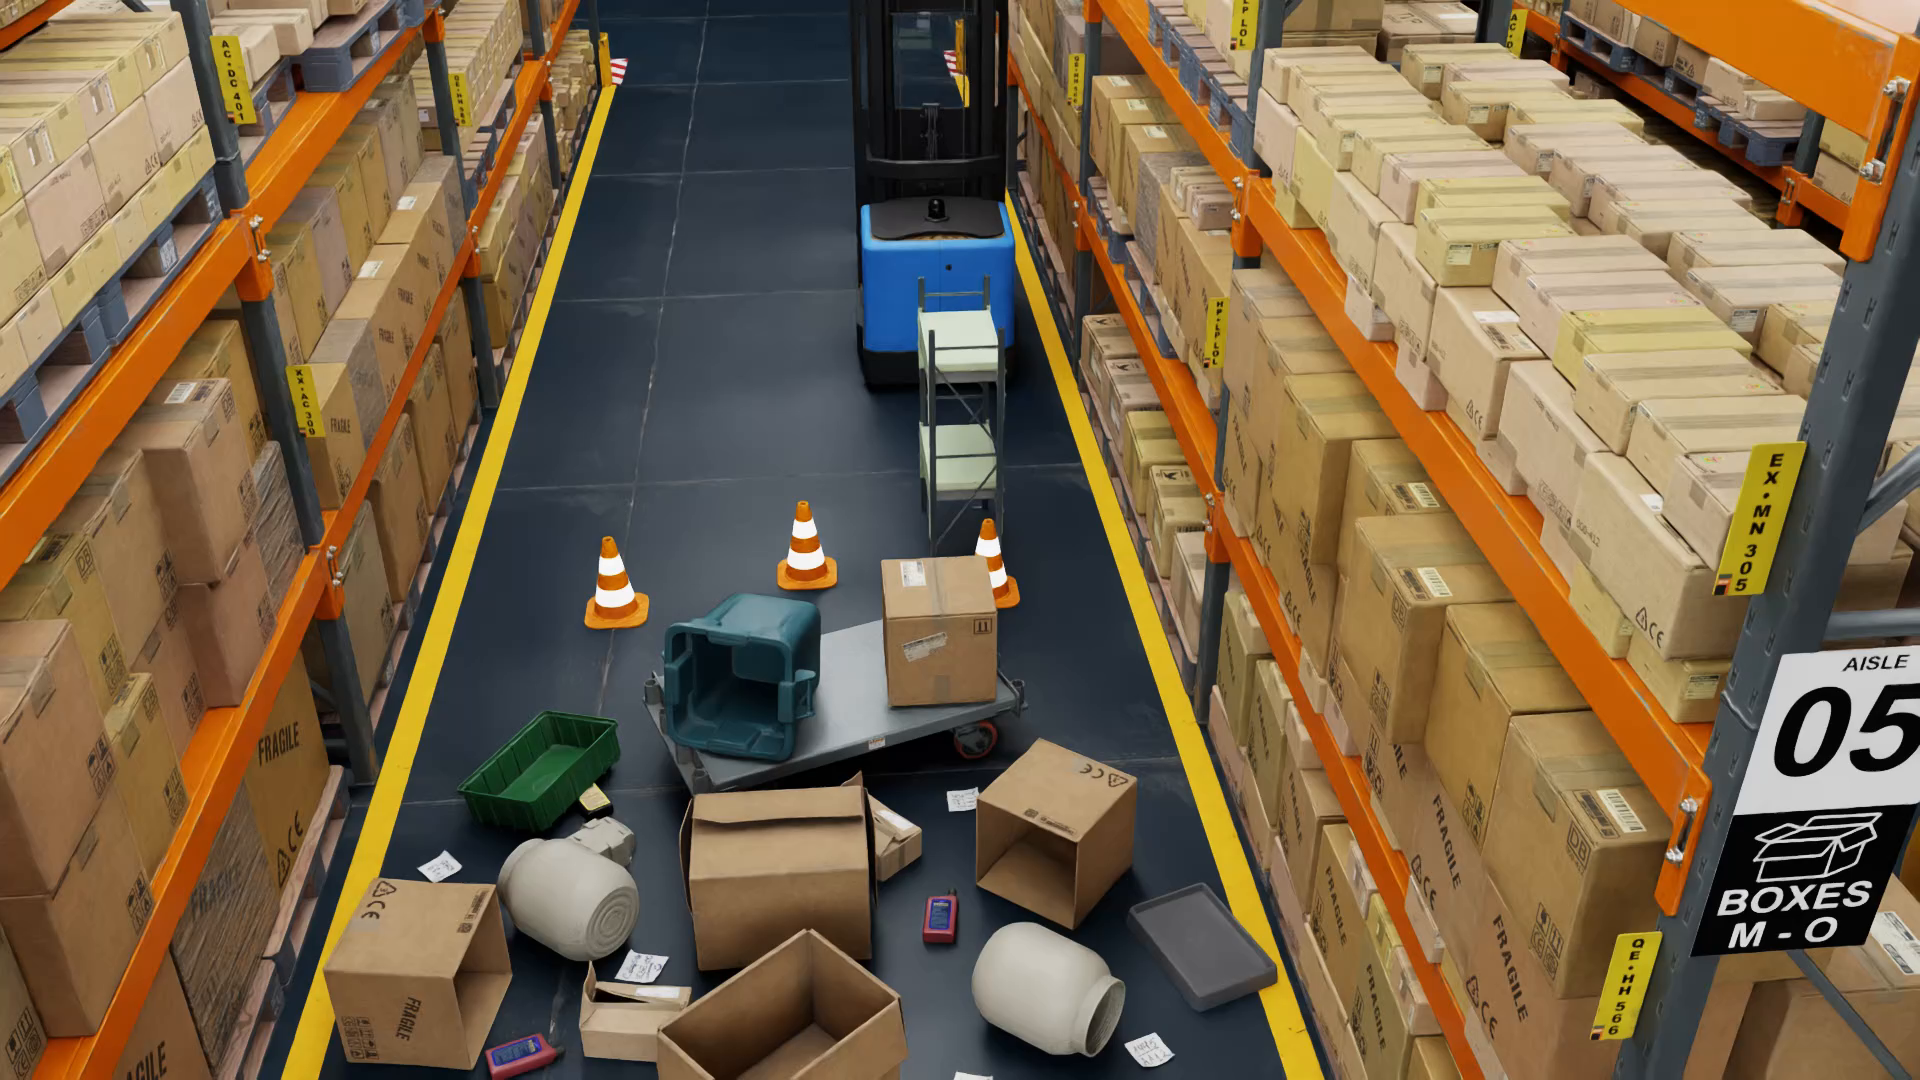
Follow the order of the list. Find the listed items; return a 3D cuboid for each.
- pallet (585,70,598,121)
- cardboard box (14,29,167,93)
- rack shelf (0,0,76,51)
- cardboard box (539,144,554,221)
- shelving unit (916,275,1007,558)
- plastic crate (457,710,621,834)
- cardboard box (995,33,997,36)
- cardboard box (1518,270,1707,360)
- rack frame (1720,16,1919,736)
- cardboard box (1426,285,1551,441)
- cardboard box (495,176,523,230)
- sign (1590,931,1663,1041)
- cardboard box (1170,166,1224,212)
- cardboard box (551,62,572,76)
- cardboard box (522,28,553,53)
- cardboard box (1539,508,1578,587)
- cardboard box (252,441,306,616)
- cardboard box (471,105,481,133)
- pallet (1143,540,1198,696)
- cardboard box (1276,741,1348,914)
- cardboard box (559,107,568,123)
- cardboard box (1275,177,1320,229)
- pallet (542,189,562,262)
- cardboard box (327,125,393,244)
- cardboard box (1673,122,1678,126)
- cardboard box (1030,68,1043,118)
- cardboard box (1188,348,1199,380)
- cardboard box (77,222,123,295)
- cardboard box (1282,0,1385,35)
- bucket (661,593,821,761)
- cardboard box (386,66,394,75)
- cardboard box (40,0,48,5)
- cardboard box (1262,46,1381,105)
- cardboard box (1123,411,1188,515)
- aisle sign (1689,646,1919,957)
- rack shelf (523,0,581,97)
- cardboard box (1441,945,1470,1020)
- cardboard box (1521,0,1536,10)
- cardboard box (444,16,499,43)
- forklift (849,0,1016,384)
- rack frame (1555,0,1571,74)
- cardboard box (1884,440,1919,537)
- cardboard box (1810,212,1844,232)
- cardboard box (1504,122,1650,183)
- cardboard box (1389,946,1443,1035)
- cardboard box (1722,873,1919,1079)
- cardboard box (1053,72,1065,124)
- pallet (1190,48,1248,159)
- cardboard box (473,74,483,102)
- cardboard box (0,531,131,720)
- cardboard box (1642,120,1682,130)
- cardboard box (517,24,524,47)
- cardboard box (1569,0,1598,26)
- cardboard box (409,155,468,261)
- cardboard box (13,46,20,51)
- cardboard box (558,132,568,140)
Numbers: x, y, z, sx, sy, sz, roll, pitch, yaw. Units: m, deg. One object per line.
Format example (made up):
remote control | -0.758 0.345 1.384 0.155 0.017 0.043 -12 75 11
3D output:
pallet | -4.325 -4.612 17.265 1.003 0.211 1.213 -3 31 -5
cardboard box | -2.877 -1.583 5.510 0.380 0.149 0.250 -3 31 -5
rack shelf | -9.134 -4.748 15.476 1.077 0.370 4.000 -3 31 -5
cardboard box | -3.679 -2.964 13.814 0.500 0.500 0.500 -3 31 -6
shelving unit | 0.001 -0.640 9.360 0.431 1.500 0.755 -3 31 -5
plastic crate | -1.931 1.071 7.718 0.450 0.188 0.662 4 30 26
cardboard box | 0.707 -5.301 17.789 0.875 0.438 0.875 -4 31 -6
cardboard box | 1.699 -0.585 4.347 0.380 0.149 0.250 -3 31 -5
rack frame | 2.041 -0.960 2.582 1.000 3.000 0.127 -3 31 -5
cardboard box | 1.626 -0.505 4.602 0.500 0.250 0.500 -2 31 -3
cardboard box | -3.530 -2.485 12.282 0.500 0.250 0.500 -3 31 -4
sign | 1.486 0.999 3.715 0.100 0.325 0.005 -3 31 -5
cardboard box | 1.273 -1.771 8.360 0.380 0.149 0.250 -4 31 -7
cardboard box | -3.998 -4.551 16.235 0.380 0.149 0.250 -4 31 -6
cardboard box | -3.700 -4.275 14.226 0.380 0.149 0.250 -2 31 -3
cardboard box | 1.682 0.004 4.138 0.380 0.149 0.250 -2 31 -3
cardboard box | -3.205 -0.014 6.703 0.875 0.550 0.550 -3 31 -5
cardboard box | -3.544 -2.903 11.520 0.380 0.149 0.250 -1 31 -2
pallet | 1.593 0.373 8.919 1.003 0.211 1.213 -3 31 -5
cardboard box | 1.562 1.103 6.518 0.500 0.500 0.500 -1 31 -2
cardboard box | -3.911 -4.034 15.659 0.380 0.149 0.250 -1 31 -2
cardboard box | 1.418 -1.299 6.319 0.380 0.149 0.250 -3 31 -5
pallet | -3.925 -2.628 13.943 1.003 0.211 1.213 -3 31 -5
cardboard box | -3.495 -1.902 8.937 0.700 0.500 0.500 -3 31 -5
cardboard box | 6.294 -3.575 14.206 0.380 0.149 0.250 -4 31 -7
cardboard box | 0.817 -3.427 12.709 0.500 0.250 0.500 -3 31 -5
cardboard box | 1.337 -0.884 8.140 0.380 0.149 0.250 -4 31 -6
cardboard box | -2.804 -0.852 5.064 0.380 0.149 0.250 -2 31 -4
cardboard box | 1.486 -2.335 7.058 0.500 0.250 0.500 -2 31 -3
bucket | -0.944 0.574 7.574 0.726 0.611 0.620 8 22 13
cardboard box | -4.248 -3.269 11.843 0.380 0.149 0.250 -2 31 -3
cardboard box | -8.838 -5.151 15.693 0.380 0.149 0.250 -3 31 -4
cardboard box | 1.372 -1.772 6.334 0.380 0.149 0.250 -3 31 -5
cardboard box | 1.478 -0.468 9.762 0.950 0.372 0.625 -2 31 -3
aisle sign | 1.758 0.545 3.377 0.394 0.787 0.004 -3 31 -5
rack shelf | -4.186 -4.934 15.788 1.077 0.370 4.000 -3 31 -5
cardboard box | 1.656 1.287 4.915 0.380 0.149 0.250 -3 31 -5
cardboard box | 5.486 -5.057 15.536 0.380 0.149 0.250 -2 31 -3
cardboard box | -3.675 -3.826 12.485 0.380 0.149 0.250 -4 31 -6
forklift | -0.231 -3.055 12.006 1.130 2.935 3.031 -2 31 -3
rack frame | 5.861 -4.751 14.778 1.000 3.000 0.127 -3 31 -5
cardboard box | 2.211 -0.098 3.531 0.380 0.149 0.250 -3 31 -5
cardboard box | 6.497 -2.375 12.197 0.380 0.149 0.250 -1 31 -2
cardboard box | 2.027 -1.266 5.487 0.380 0.149 0.250 -3 31 -6
cardboard box | 1.605 1.435 5.331 0.380 0.149 0.250 -2 31 -3
cardboard box | 2.273 1.190 4.445 0.500 0.500 0.500 -3 31 -5
cardboard box | 0.944 -3.116 11.700 0.500 0.250 0.500 -4 31 -6
pallet | 1.715 -1.954 7.354 1.213 0.211 1.003 -3 31 -5
cardboard box | -3.573 -3.167 11.672 0.380 0.149 0.250 -3 31 -5
cardboard box | -3.113 0.352 5.036 0.875 0.550 0.500 -3 31 -5
cardboard box | 5.793 -3.404 13.919 0.380 0.149 0.250 -3 31 -5
cardboard box | -3.765 -4.101 13.527 0.380 0.149 0.250 -3 31 -6
cardboard box | 5.684 -4.716 14.214 0.700 0.500 0.500 -2 31 -3
cardboard box | -3.316 -2.006 10.085 0.500 0.500 0.500 -3 31 -5
cardboard box | -3.477 -1.937 6.782 0.500 0.250 0.500 -2 31 -4
cardboard box | -3.813 -3.640 15.290 0.380 0.149 0.250 -3 31 -5
